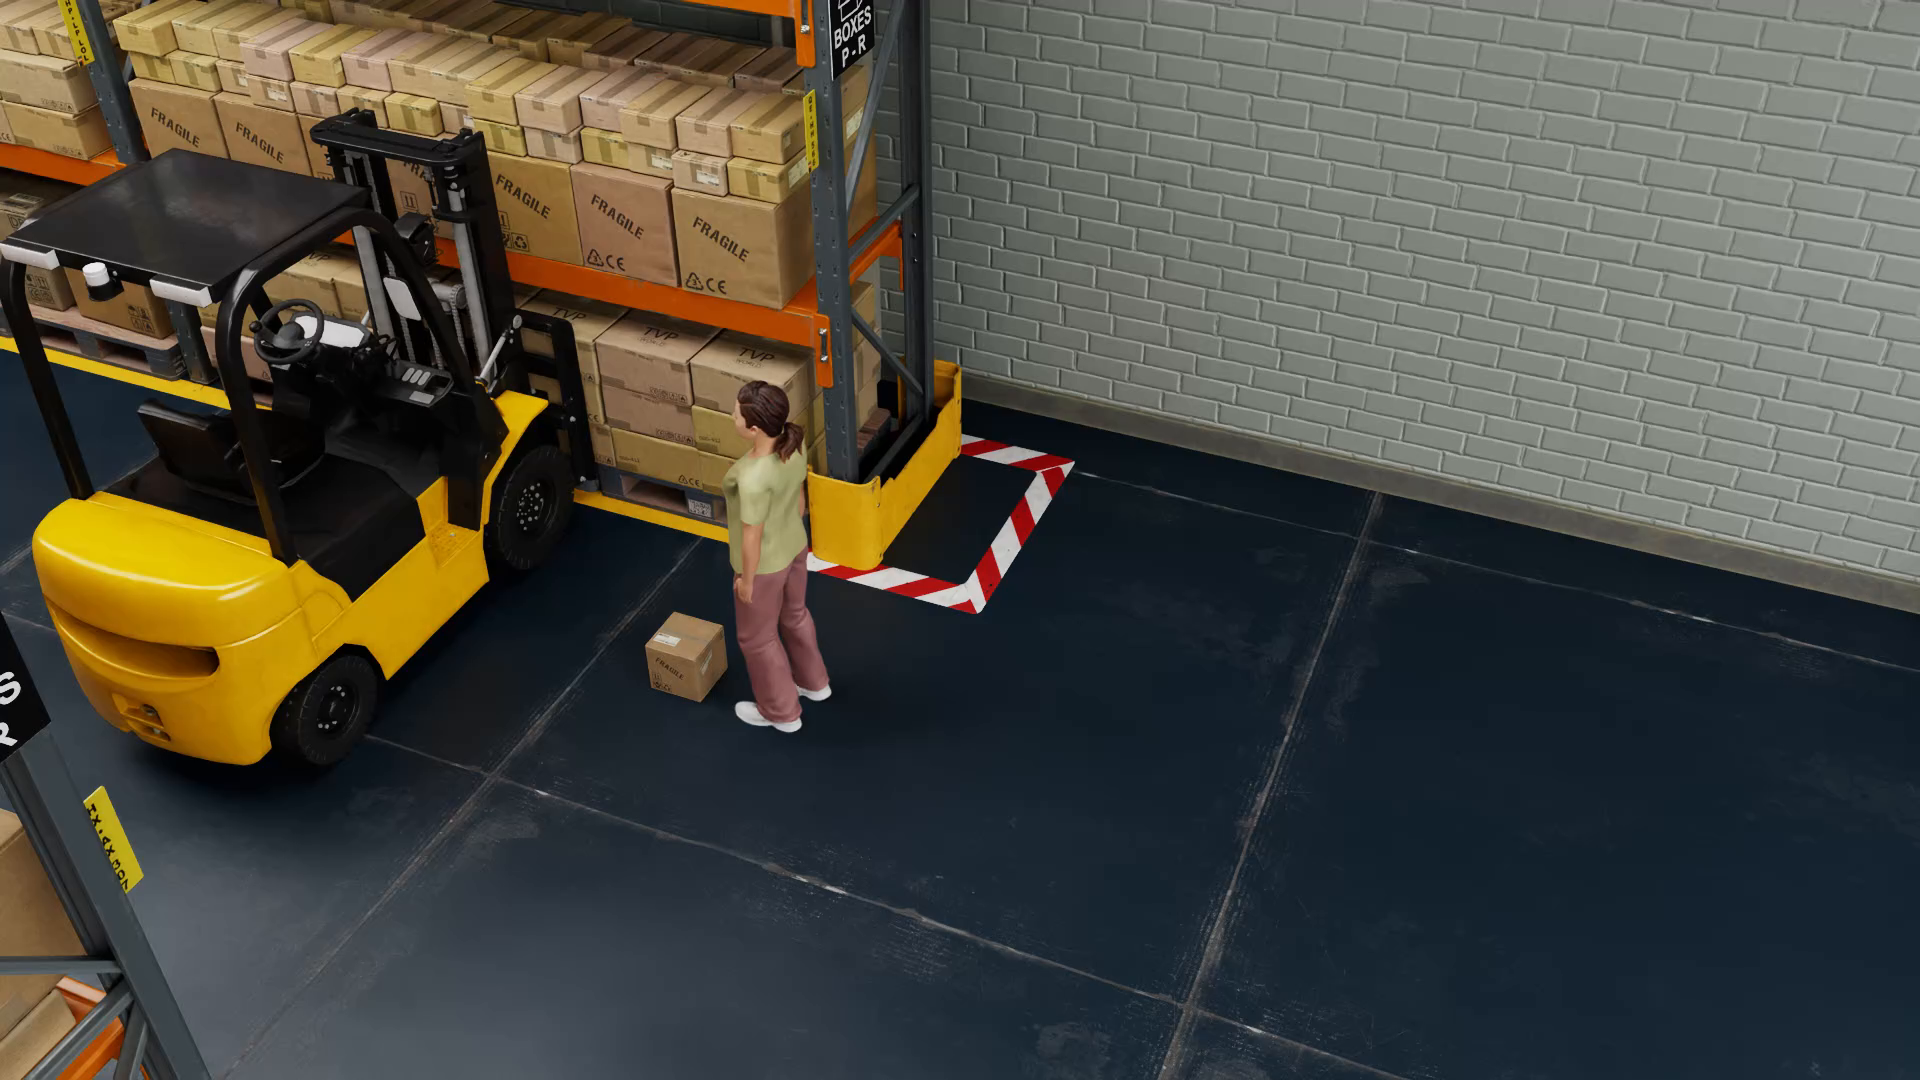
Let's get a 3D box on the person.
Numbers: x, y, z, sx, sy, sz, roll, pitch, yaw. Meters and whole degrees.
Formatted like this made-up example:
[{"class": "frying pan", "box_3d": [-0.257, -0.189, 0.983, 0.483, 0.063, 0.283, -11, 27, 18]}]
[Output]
[{"class": "person", "box_3d": [-0.763, 0.089, 6.733, 0.369, 1.693, 0.440, 15, 40, 19]}]
